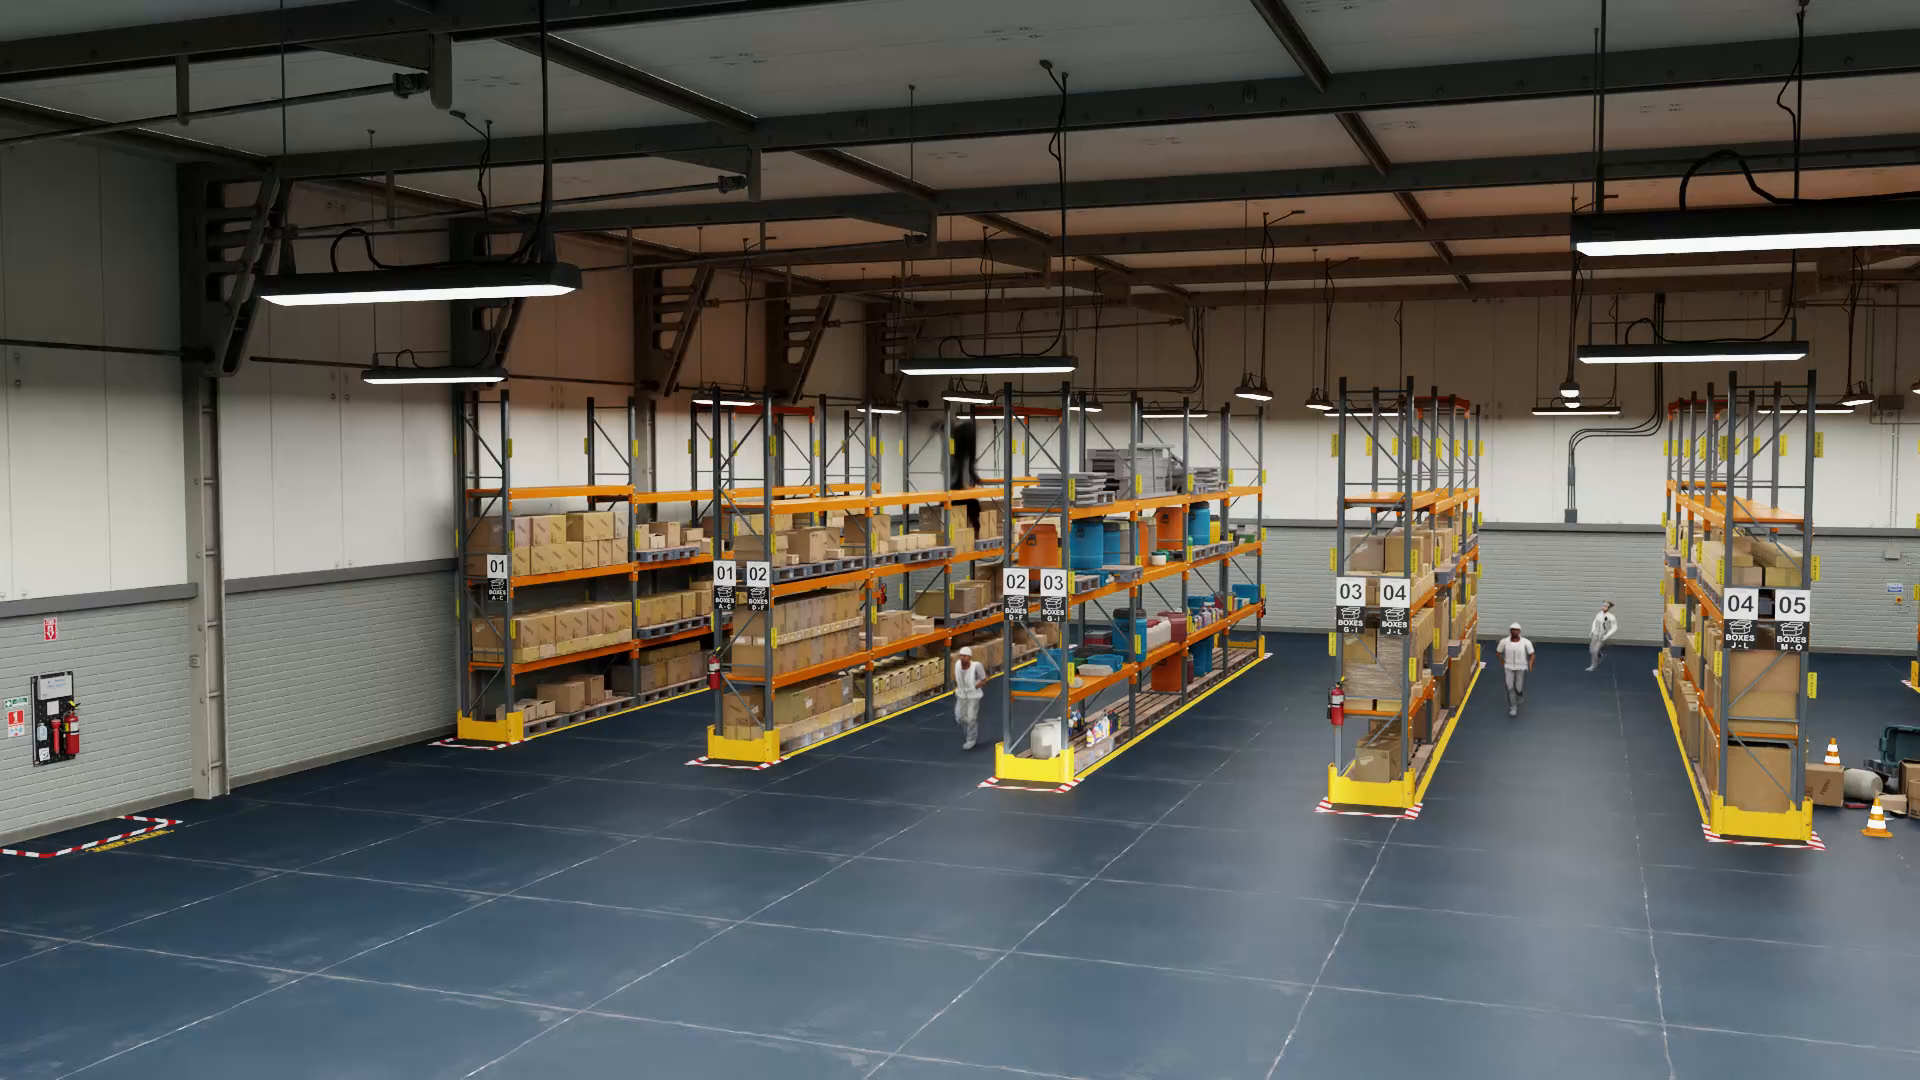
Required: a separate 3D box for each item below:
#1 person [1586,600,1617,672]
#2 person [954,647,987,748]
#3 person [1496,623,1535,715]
[{"bbox_3d":[14.385,2.143,37.185,0.515,1.619,0.650,-2,4,-32],"label":"person"},{"bbox_3d":[0.142,2.619,27.614,0.656,1.715,0.662,1,3,24],"label":"person"},{"bbox_3d":[10.468,2.420,31.388,0.702,1.726,0.598,1,3,23],"label":"person"}]
